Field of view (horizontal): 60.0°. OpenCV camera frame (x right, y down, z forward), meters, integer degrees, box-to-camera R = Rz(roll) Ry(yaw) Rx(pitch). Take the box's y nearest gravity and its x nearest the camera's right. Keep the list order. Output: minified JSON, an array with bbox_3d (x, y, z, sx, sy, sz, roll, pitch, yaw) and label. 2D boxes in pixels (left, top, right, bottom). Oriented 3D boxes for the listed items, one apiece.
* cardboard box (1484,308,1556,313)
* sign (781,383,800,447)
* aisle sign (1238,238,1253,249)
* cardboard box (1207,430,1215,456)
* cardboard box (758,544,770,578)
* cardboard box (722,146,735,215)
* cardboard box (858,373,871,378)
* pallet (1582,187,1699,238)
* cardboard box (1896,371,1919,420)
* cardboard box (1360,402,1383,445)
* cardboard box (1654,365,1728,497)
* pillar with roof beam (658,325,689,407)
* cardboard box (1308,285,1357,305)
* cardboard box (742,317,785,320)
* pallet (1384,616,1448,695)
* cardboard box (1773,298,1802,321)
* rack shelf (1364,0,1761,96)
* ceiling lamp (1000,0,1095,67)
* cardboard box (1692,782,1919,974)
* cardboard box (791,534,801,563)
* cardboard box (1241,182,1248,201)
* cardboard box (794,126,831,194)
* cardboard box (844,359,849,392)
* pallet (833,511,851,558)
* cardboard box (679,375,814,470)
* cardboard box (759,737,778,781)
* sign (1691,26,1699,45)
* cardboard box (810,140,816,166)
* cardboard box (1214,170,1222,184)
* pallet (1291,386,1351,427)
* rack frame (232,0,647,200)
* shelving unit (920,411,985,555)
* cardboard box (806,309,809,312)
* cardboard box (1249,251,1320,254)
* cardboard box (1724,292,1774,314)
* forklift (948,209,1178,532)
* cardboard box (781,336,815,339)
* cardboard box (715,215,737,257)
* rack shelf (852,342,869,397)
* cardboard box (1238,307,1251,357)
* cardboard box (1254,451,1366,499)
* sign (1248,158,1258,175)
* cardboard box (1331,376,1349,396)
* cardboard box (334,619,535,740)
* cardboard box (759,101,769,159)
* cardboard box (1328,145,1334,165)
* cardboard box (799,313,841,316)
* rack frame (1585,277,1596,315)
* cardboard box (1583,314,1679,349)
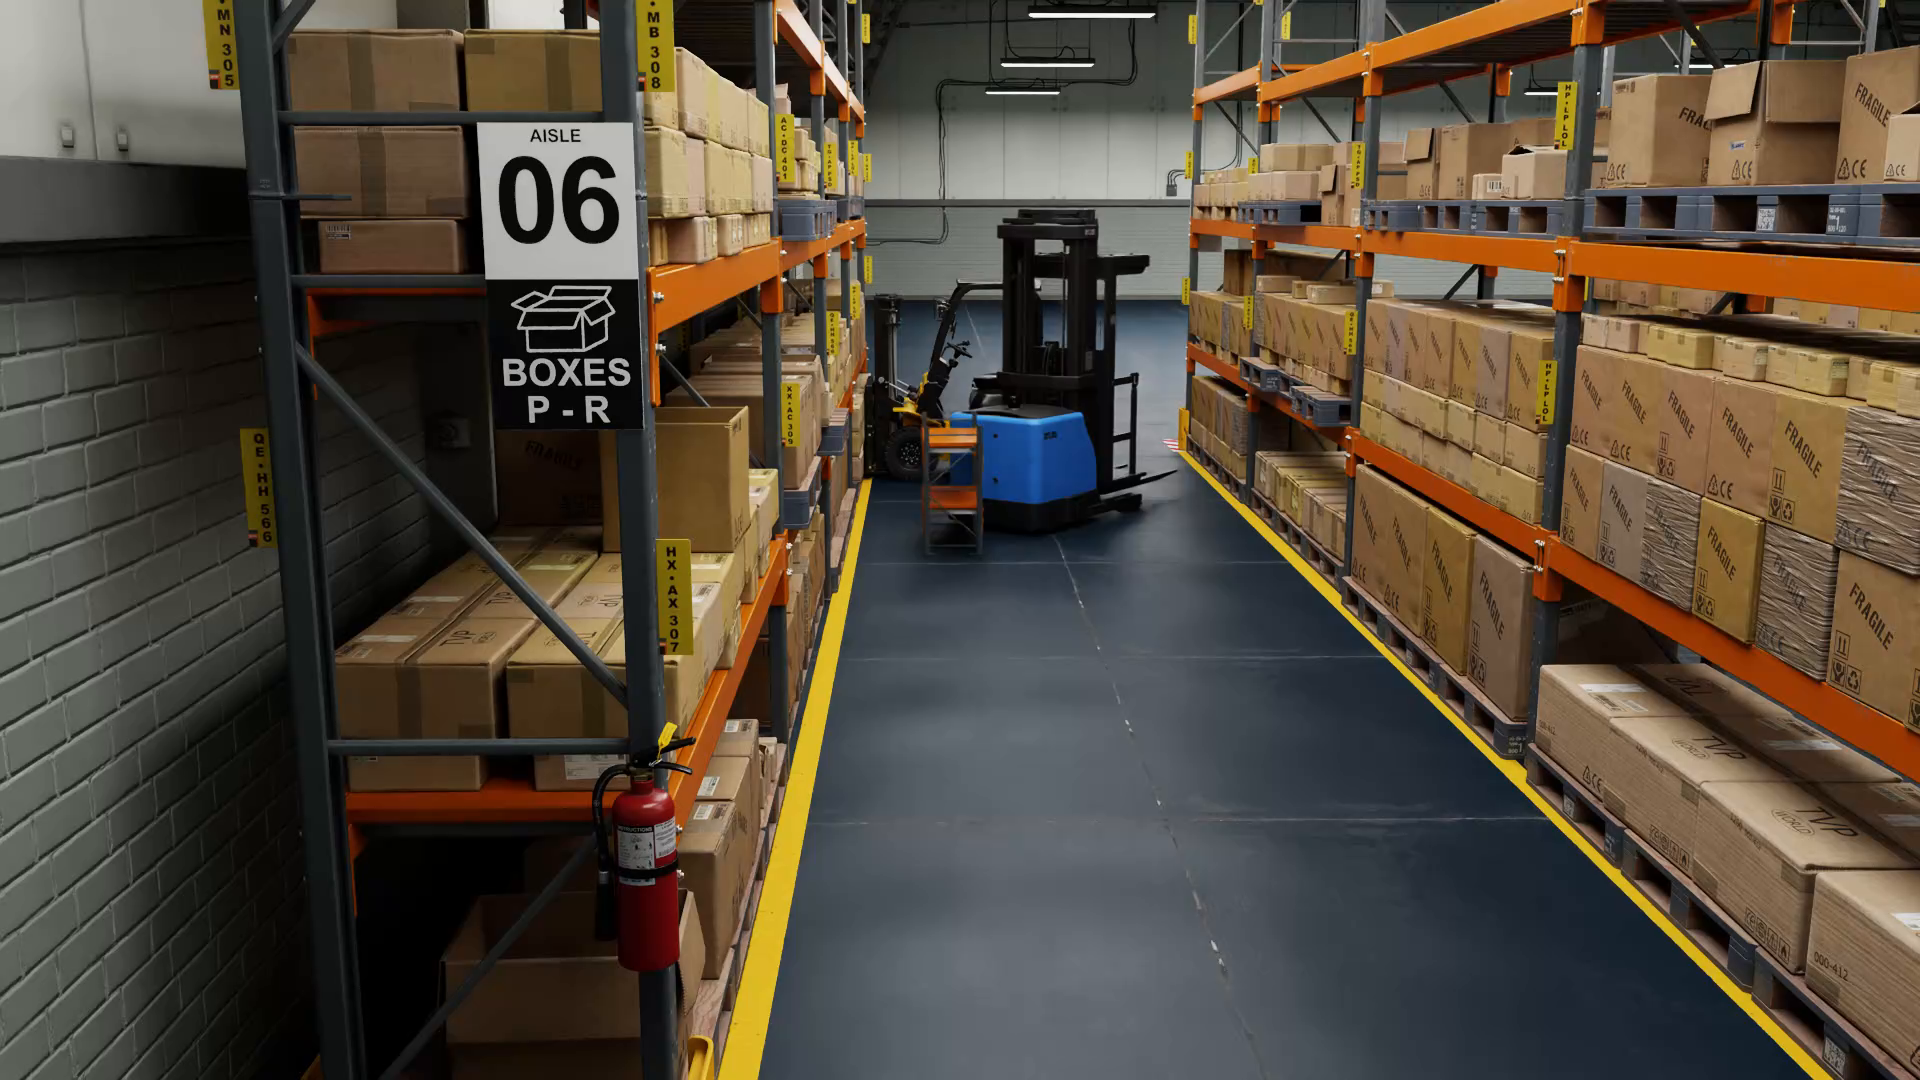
[{"bbox_3d":[3.765,-1.263,10.976,0.500,0.500,0.500,0,11,-1],"label":"cardboard box"},{"bbox_3d":[-0.868,-0.639,8.485,0.100,0.325,0.005,0,11,-1],"label":"sign"},{"bbox_3d":[3.593,-3.905,20.223,0.394,0.787,0.004,0,11,-1],"label":"aisle sign"},{"bbox_3d":[3.072,-1.104,18.816,0.500,0.250,0.500,1,11,3],"label":"cardboard box"},{"bbox_3d":[-1.094,0.078,7.762,0.380,0.149,0.250,0,11,0],"label":"cardboard box"},{"bbox_3d":[-1.126,-1.353,6.267,0.500,0.250,0.500,0,11,-2],"label":"cardboard box"},{"bbox_3d":[-1.337,-1.854,19.998,0.500,0.250,0.500,0,11,1],"label":"cardboard box"},{"bbox_3d":[3.559,-1.496,7.566,1.003,0.211,1.213,0,11,-1],"label":"pallet"},{"bbox_3d":[3.309,-0.465,5.411,0.380,0.149,0.250,0,11,-2],"label":"cardboard box"},{"bbox_3d":[3.229,-0.855,12.107,0.500,0.250,0.500,0,11,-2],"label":"cardboard box"},{"bbox_3d":[3.324,-0.473,7.079,0.500,0.500,0.500,0,11,0],"label":"cardboard box"},{"bbox_3d":[1.883,-4.219,13.222,9.100,9.000,0.400,0,11,-1],"label":"pillar with roof beam"},{"bbox_3d":[3.154,-2.069,14.028,0.380,0.149,0.250,-1,11,-4],"label":"cardboard box"},{"bbox_3d":[-1.825,-1.994,15.460,0.380,0.149,0.250,0,11,-1],"label":"cardboard box"},{"bbox_3d":[3.433,0.739,10.887,1.003,0.211,1.213,0,11,-1],"label":"pallet"},{"bbox_3d":[8.350,-2.303,16.099,0.700,0.500,0.500,0,11,-2],"label":"cardboard box"},{"bbox_3d":[3.511,-3.021,10.132,1.077,0.370,4.000,0,11,-1],"label":"rack shelf"},{"bbox_3d":[1.852,-11.659,35.212,2.000,3.185,0.800,0,11,-1],"label":"ceiling lamp"},{"bbox_3d":[3.494,1.301,6.492,0.875,0.438,0.875,0,11,0],"label":"cardboard box"},{"bbox_3d":[-1.230,0.056,10.836,0.380,0.149,0.250,-1,11,-4],"label":"cardboard box"},{"bbox_3d":[3.109,-3.451,16.612,0.500,0.250,0.500,0,11,-2],"label":"cardboard box"},{"bbox_3d":[-1.264,-2.925,12.827,0.500,0.500,0.500,0,11,-1],"label":"cardboard box"},{"bbox_3d":[-1.287,-1.528,15.425,0.500,0.250,0.500,0,11,-1],"label":"cardboard box"},{"bbox_3d":[-1.493,-0.045,14.749,1.003,0.211,1.213,0,11,-1],"label":"pallet"},{"bbox_3d":[-1.207,-0.665,9.487,0.700,0.500,0.500,0,11,-1],"label":"cardboard box"},{"bbox_3d":[-1.105,1.090,8.255,0.380,0.149,0.250,-1,11,-3],"label":"cardboard box"},{"bbox_3d":[8.794,-6.094,19.914,0.100,0.325,0.005,0,11,-1],"label":"sign"},{"bbox_3d":[-1.068,-2.325,10.008,0.380,0.149,0.250,0,11,-1],"label":"cardboard box"},{"bbox_3d":[3.028,-4.032,18.471,0.380,0.149,0.250,0,11,0],"label":"cardboard box"},{"bbox_3d":[3.349,-1.074,13.292,1.213,0.211,1.003,0,11,-1],"label":"pallet"},{"bbox_3d":[-1.327,-2.356,4.037,1.000,3.000,0.127,0,11,-1],"label":"rack frame"},{"bbox_3d":[-0.077,-0.526,14.821,0.538,1.125,1.048,0,11,-2],"label":"shelving unit"},{"bbox_3d":[-1.878,-2.342,18.807,0.500,0.500,0.500,0,11,-2],"label":"cardboard box"},{"bbox_3d":[3.650,-3.000,18.786,0.700,0.500,0.500,0,11,-2],"label":"cardboard box"},{"bbox_3d":[8.361,-2.539,16.935,0.875,0.550,0.550,0,11,-1],"label":"cardboard box"},{"bbox_3d":[1.153,-1.753,16.327,1.130,2.935,3.031,8,14,35],"label":"forklift"},{"bbox_3d":[-1.242,-1.541,13.229,0.380,0.149,0.250,0,11,0],"label":"cardboard box"},{"bbox_3d":[-1.036,-1.132,6.182,0.380,0.149,0.250,0,11,-1],"label":"cardboard box"},{"bbox_3d":[-1.617,-1.846,18.423,1.077,0.370,4.000,0,11,-1],"label":"rack shelf"},{"bbox_3d":[3.130,-2.104,16.887,0.500,0.500,0.500,-1,11,-3],"label":"cardboard box"},{"bbox_3d":[3.401,-0.636,16.201,0.950,0.372,0.625,0,11,0],"label":"cardboard box"},{"bbox_3d":[2.845,-3.542,16.128,0.100,0.325,0.005,0,11,-1],"label":"sign"},{"bbox_3d":[3.150,-1.227,13.137,0.380,0.149,0.250,0,11,0],"label":"cardboard box"},{"bbox_3d":[-1.602,0.422,5.064,0.500,0.250,0.500,0,11,1],"label":"cardboard box"},{"bbox_3d":[-1.159,-1.899,7.701,0.500,0.250,0.500,0,11,-1],"label":"cardboard box"},{"bbox_3d":[3.527,-3.555,15.556,0.500,0.250,0.500,0,11,0],"label":"cardboard box"},{"bbox_3d":[-1.346,-2.101,15.987,0.380,0.149,0.250,0,11,1],"label":"cardboard box"},{"bbox_3d":[8.252,-2.658,20.614,1.000,3.000,0.127,0,11,-1],"label":"rack frame"},{"bbox_3d":[3.300,-1.025,8.169,0.380,0.149,0.250,0,11,-2],"label":"cardboard box"}]
